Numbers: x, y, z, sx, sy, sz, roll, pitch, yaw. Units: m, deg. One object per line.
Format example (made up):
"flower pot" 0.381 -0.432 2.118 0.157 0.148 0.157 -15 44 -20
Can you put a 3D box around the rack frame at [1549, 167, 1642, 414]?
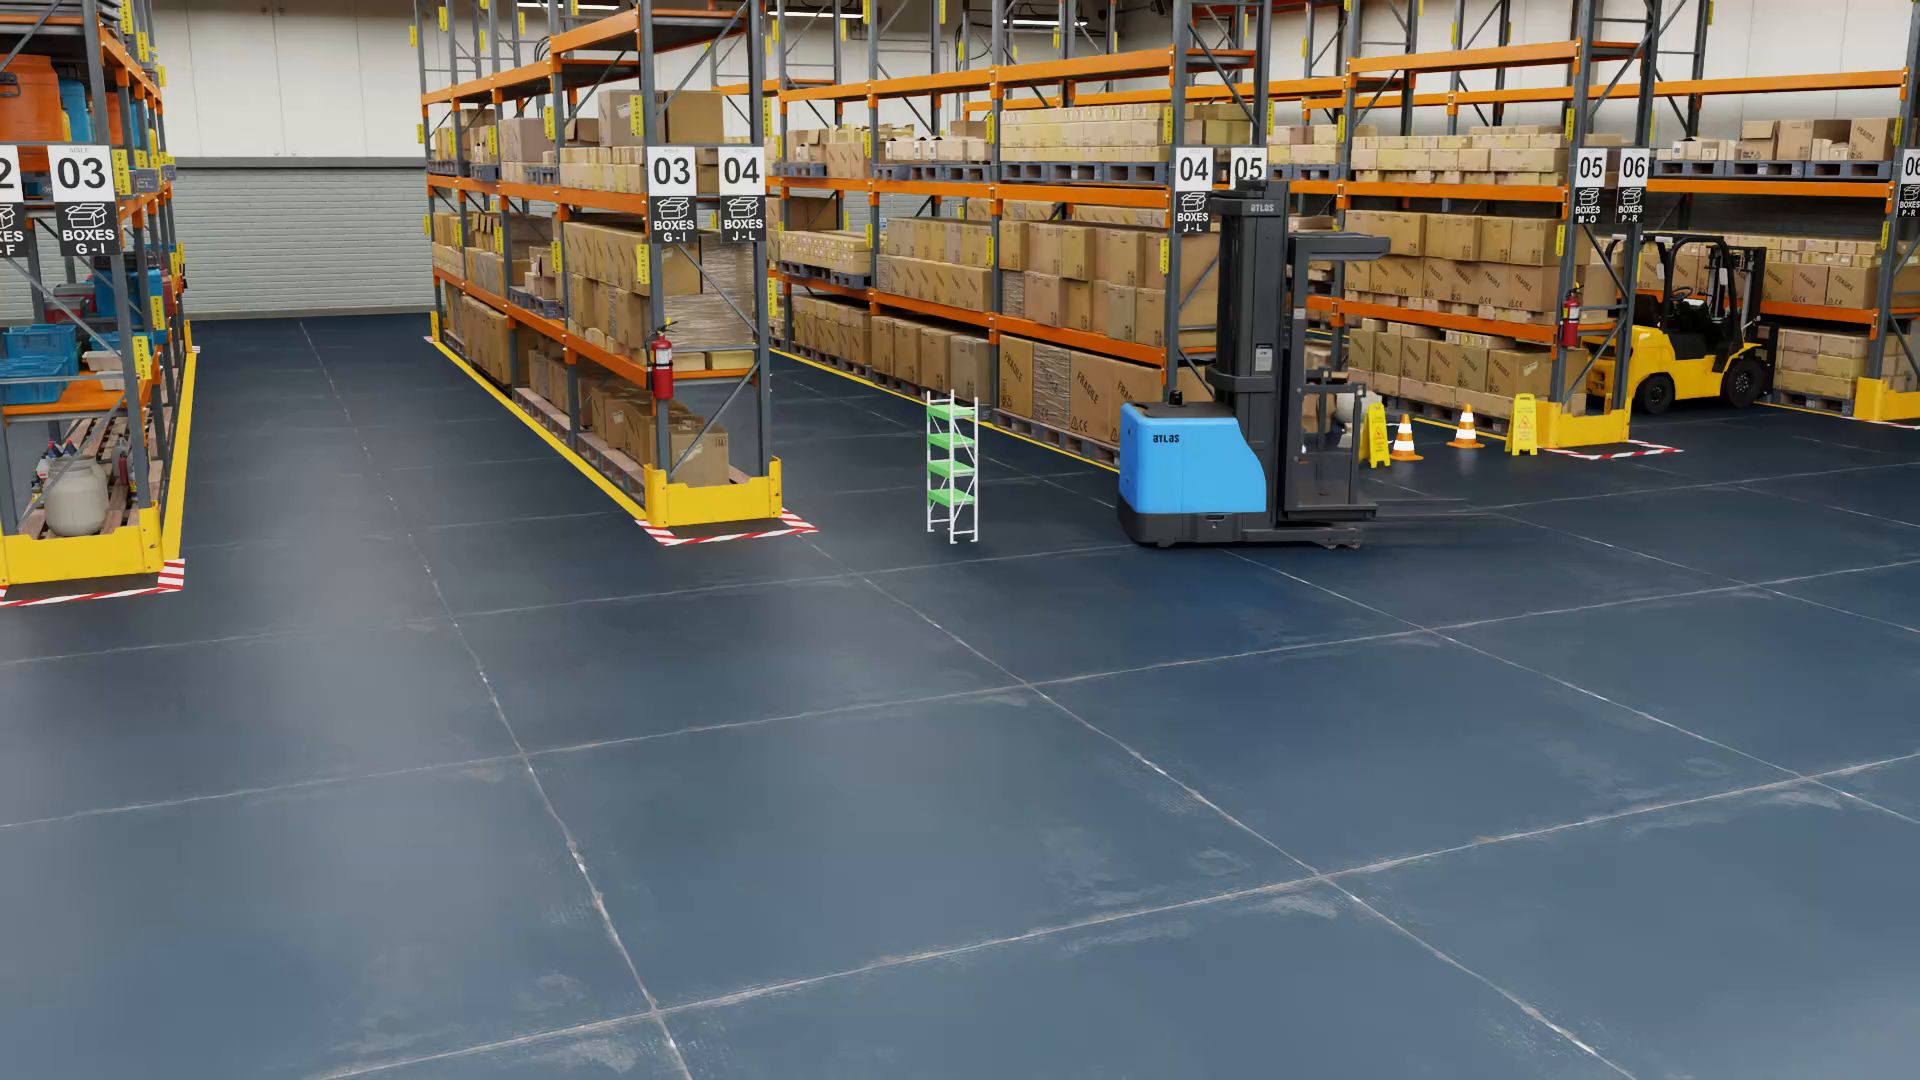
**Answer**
"rack frame" 6.943 -2.533 18.161 1.000 3.000 0.127 -6 14 -23

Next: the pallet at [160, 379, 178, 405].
"pallet" -10.719 -1.896 21.592 1.003 0.211 1.213 -6 14 -23

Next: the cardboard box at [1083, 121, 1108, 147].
"cardboard box" 1.596 -4.135 16.949 0.500 0.250 0.500 -6 14 -23

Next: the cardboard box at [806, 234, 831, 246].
"cardboard box" -2.104 -4.526 25.080 0.380 0.149 0.250 -5 14 -21

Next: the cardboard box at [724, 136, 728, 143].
"cardboard box" -3.913 -6.992 29.116 0.380 0.149 0.250 -6 14 -23

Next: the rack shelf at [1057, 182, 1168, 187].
"rack shelf" 2.937 -5.710 26.831 1.077 0.370 4.000 -6 14 -23

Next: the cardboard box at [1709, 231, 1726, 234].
"cardboard box" 10.472 -4.170 22.916 0.380 0.149 0.250 -6 14 -23

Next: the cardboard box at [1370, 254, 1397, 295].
"cardboard box" 5.484 -3.335 20.747 0.500 0.500 0.500 -6 14 -23

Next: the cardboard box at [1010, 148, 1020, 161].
"cardboard box" 0.785 -4.324 18.653 0.380 0.149 0.250 -6 14 -23

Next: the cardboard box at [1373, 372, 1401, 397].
"cardboard box" 5.553 -1.969 20.891 0.500 0.250 0.500 -5 14 -20

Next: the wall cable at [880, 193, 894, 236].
"wall cable" -1.747 -7.512 37.350 0.585 1.953 0.123 -6 14 -23

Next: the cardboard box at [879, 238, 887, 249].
"cardboard box" -0.969 -4.309 24.142 0.380 0.149 0.250 -6 14 -23

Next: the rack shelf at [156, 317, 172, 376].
"rack shelf" -9.079 -2.080 17.798 1.077 0.370 4.000 -6 14 -23

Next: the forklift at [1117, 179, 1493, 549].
"forklift" 2.897 -1.477 13.750 3.031 2.935 1.130 -1 13 -4

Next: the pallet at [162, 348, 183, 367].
"pallet" -12.305 -2.712 25.119 1.003 0.211 1.213 -6 14 -23

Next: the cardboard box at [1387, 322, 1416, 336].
"cardboard box" 5.532 -2.622 20.612 0.380 0.149 0.250 -5 14 -21

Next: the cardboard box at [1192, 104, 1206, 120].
"cardboard box" 2.506 -4.195 16.327 0.380 0.149 0.250 -6 14 -23

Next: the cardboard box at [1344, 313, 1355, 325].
"cardboard box" 7.088 -4.115 29.610 0.500 0.500 0.500 -6 14 -25

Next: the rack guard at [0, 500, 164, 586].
"rack guard" -6.749 0.016 12.692 1.175 0.500 0.348 -6 14 -23

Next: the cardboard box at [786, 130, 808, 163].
"cardboard box" -2.308 -6.171 26.073 0.700 0.500 0.500 -6 14 -23

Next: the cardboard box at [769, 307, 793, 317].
"cardboard box" -2.985 -3.800 27.706 0.380 0.149 0.250 -6 14 -23

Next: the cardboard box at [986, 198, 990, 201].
"cardboard box" 0.713 -6.428 31.111 0.380 0.149 0.250 -6 14 -25

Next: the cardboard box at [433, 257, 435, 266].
"cardboard box" -8.707 -4.718 28.159 0.380 0.149 0.250 -5 14 -22

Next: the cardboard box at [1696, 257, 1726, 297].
"cardboard box" 10.253 -3.531 22.253 0.500 0.500 0.500 -6 14 -24

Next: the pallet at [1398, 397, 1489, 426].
"pallet" 6.134 -1.613 20.370 1.003 0.211 1.213 -6 14 -23

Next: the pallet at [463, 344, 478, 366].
"pallet" -7.177 -2.923 26.030 1.003 0.211 1.213 -6 14 -23

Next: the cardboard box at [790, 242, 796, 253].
"cardboard box" -2.414 -4.542 25.807 0.380 0.149 0.250 -5 14 -22

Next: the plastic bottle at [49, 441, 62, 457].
"plastic bottle" -8.335 -0.736 15.298 0.144 0.351 0.185 -5 14 -21

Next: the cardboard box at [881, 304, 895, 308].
"cardboard box" -1.015 -3.339 24.593 0.500 0.250 0.500 -6 14 -24

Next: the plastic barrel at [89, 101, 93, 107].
"plastic barrel" -9.750 -4.360 18.290 0.600 0.901 0.600 0 13 0

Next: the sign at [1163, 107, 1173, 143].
"sign" 1.945 -3.873 15.511 0.100 0.325 0.005 -6 14 -23

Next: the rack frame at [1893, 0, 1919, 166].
"rack frame" 11.489 -5.905 19.425 1.000 3.000 0.127 -6 14 -23

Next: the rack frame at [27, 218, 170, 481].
"rack frame" -8.278 -2.017 15.932 1.000 3.000 0.127 -6 14 -23

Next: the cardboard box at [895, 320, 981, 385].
"cardboard box" -0.242 -2.512 22.129 1.050 0.750 0.750 -5 14 -22

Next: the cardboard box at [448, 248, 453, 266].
"cardboard box" -7.776 -4.469 26.198 0.500 0.250 0.500 -5 14 -22

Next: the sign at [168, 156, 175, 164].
"sign" -12.588 -5.959 26.546 0.100 0.325 0.005 -6 14 -23

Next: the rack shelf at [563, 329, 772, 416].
"rack shelf" -2.939 -1.701 16.160 1.077 0.370 4.000 -6 14 -23

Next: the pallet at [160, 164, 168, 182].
"pallet" -10.622 -4.652 21.083 1.003 0.211 1.213 -6 14 -23

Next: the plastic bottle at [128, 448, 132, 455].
"plastic bottle" -7.550 -0.727 15.259 0.144 0.351 0.185 -6 14 -23

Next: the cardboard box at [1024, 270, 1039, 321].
"cardboard box" 1.245 -2.778 18.886 0.875 0.550 0.550 -6 14 -23

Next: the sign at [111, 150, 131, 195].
"sign" -6.170 -2.705 12.233 0.100 0.325 0.005 -6 14 -23

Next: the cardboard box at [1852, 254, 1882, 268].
"cardboard box" 11.093 -3.393 20.218 0.380 0.149 0.250 -5 14 -22

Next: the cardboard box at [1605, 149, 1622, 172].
"cardboard box" 6.985 -4.194 18.359 0.500 0.250 0.500 -6 14 -24

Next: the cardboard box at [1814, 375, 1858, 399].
"cardboard box" 11.011 -1.916 20.661 0.500 0.250 0.500 -6 14 -23

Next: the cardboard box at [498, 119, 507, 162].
"cardboard box" -5.390 -4.924 20.509 0.500 0.500 0.500 -5 14 -22

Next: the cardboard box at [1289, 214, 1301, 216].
"cardboard box" 4.652 -4.587 23.787 0.380 0.149 0.250 -6 14 -26

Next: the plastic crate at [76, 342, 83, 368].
"plastic crate" -7.993 -1.608 14.634 0.450 0.188 0.662 -6 14 -23

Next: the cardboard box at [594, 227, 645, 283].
"cardboard box" -3.181 -2.720 15.872 0.500 0.500 0.500 -6 14 -23

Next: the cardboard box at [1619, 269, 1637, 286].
"cardboard box" 9.445 -3.816 24.037 0.500 0.250 0.500 -5 14 -22

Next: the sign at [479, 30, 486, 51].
"sign" -8.044 -8.406 27.985 0.100 0.325 0.005 -6 14 -23

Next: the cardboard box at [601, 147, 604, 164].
"cardboard box" -3.117 -3.580 15.481 0.380 0.149 0.250 -6 15 -26

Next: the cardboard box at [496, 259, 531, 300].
"cardboard box" -5.767 -3.419 21.768 0.500 0.500 0.500 -5 14 -21

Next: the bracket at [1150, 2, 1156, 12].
"bracket" 4.334 -11.656 36.293 0.235 0.232 0.430 -6 14 -23

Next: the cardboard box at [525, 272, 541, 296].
"cardboard box" -4.882 -3.055 19.819 0.500 0.250 0.500 -6 14 -25

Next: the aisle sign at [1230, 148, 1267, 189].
"aisle sign" 2.751 -3.344 15.900 0.394 0.787 0.004 -6 14 -23

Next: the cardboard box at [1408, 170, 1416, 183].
"cardboard box" 5.655 -4.400 20.133 0.380 0.149 0.250 -6 14 -25

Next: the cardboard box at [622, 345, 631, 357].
"cardboard box" -2.957 -1.812 15.605 0.380 0.149 0.250 -6 14 -23

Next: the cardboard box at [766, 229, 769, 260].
"cardboard box" -3.019 -4.920 27.592 0.500 0.500 0.500 -6 14 -25

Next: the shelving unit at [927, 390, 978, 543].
"shelving unit" -0.066 -0.619 13.882 0.258 1.200 0.503 -6 14 -23
